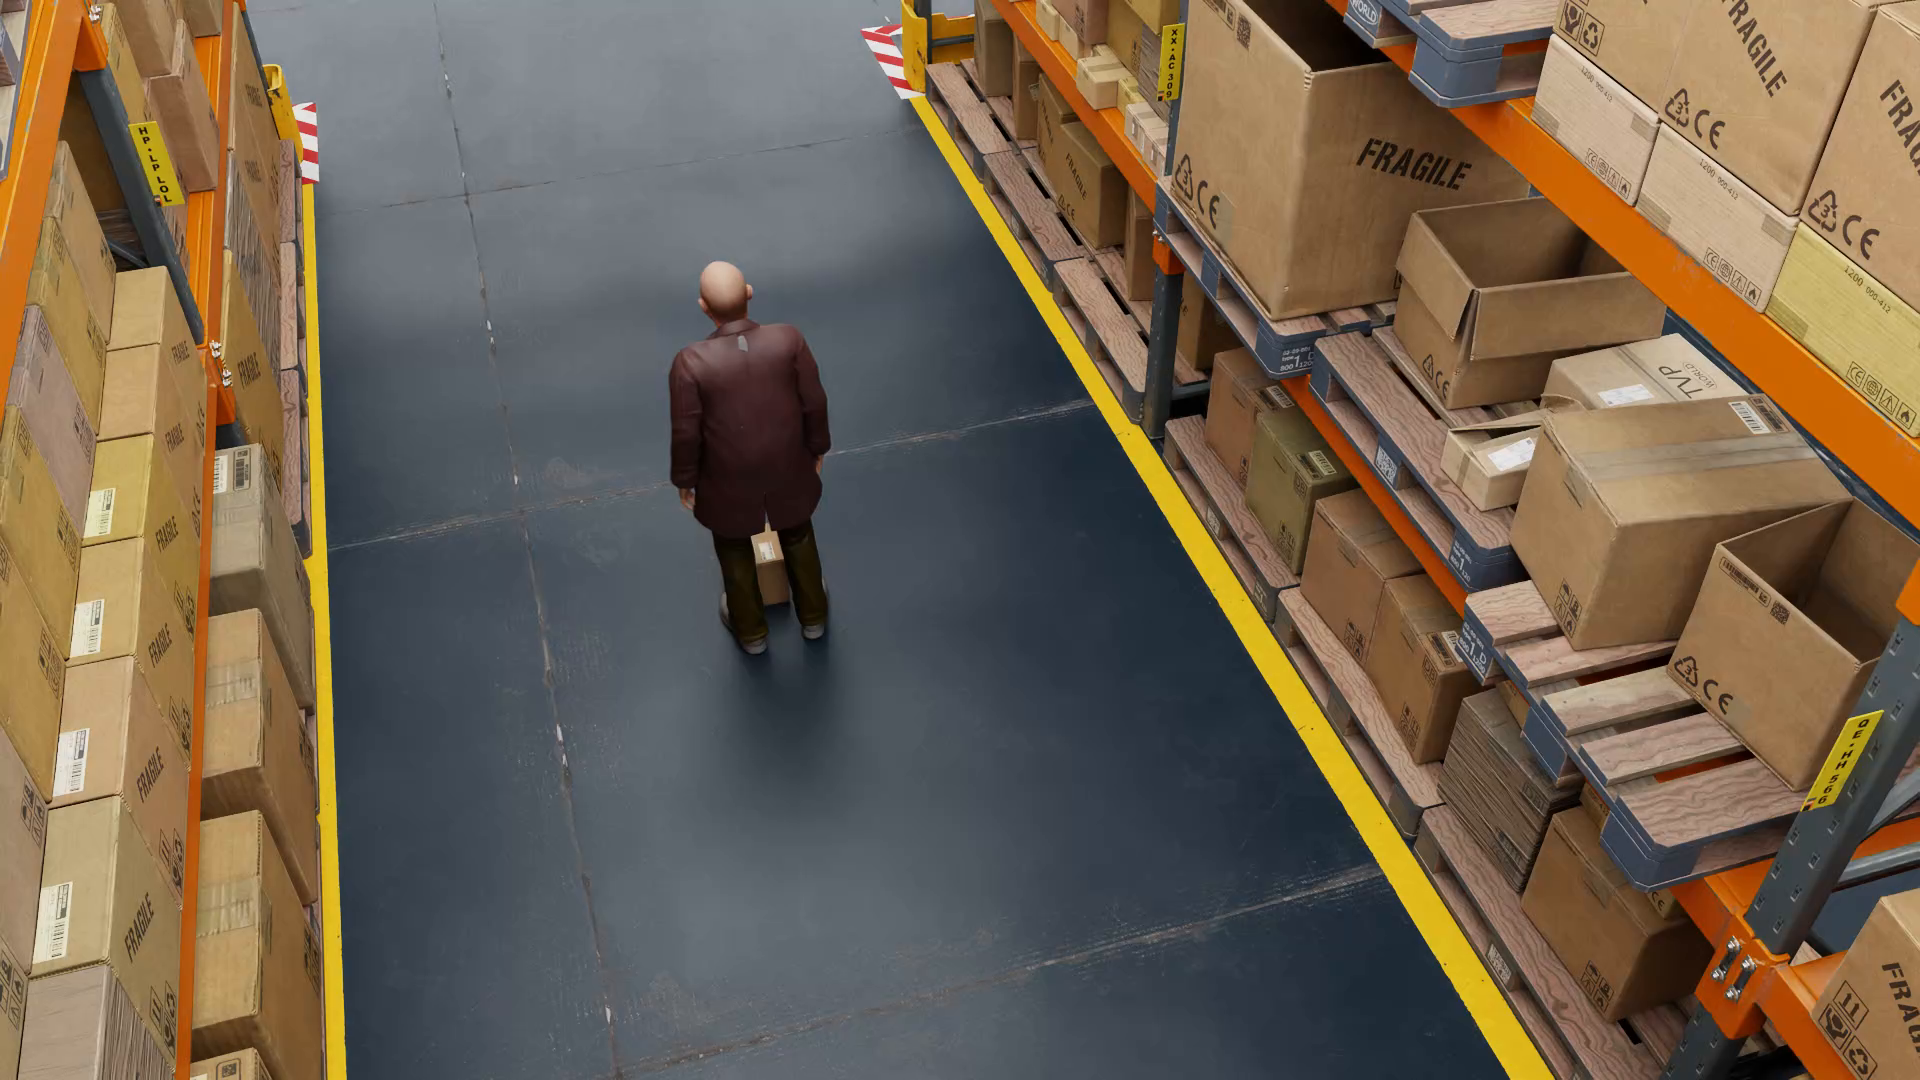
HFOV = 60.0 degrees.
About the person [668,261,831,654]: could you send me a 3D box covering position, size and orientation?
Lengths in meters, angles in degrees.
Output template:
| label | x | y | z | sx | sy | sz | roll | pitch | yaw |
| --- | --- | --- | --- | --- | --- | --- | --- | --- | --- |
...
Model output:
| label | x | y | z | sx | sy | sz | roll | pitch | yaw |
| --- | --- | --- | --- | --- | --- | --- | --- | --- | --- |
| person | -0.815 | -0.295 | 6.504 | 0.646 | 1.772 | 0.429 | -14 | 44 | -15 |
